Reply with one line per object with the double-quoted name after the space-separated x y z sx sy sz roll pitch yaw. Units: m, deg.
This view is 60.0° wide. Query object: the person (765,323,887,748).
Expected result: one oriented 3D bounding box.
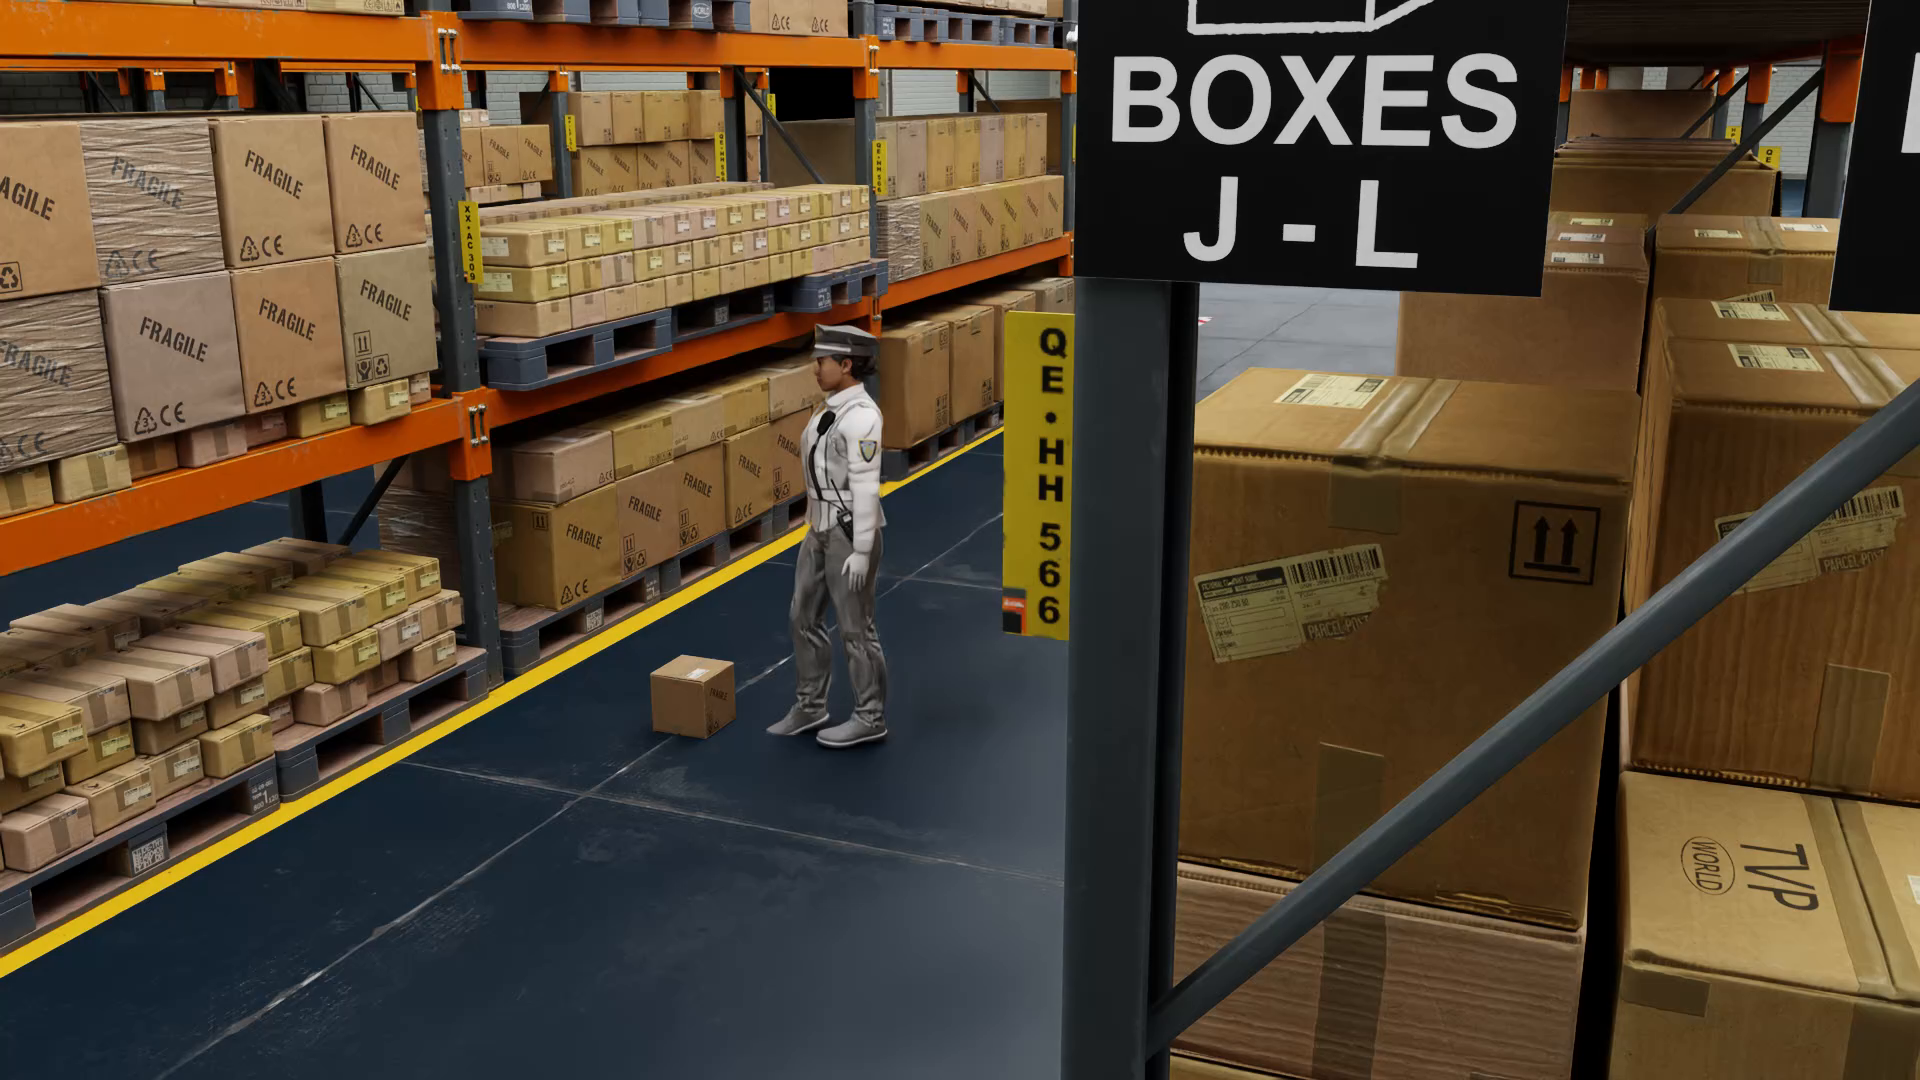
-0.518 0.027 6.458 0.457 1.724 0.518 -5 16 -18 "person"
